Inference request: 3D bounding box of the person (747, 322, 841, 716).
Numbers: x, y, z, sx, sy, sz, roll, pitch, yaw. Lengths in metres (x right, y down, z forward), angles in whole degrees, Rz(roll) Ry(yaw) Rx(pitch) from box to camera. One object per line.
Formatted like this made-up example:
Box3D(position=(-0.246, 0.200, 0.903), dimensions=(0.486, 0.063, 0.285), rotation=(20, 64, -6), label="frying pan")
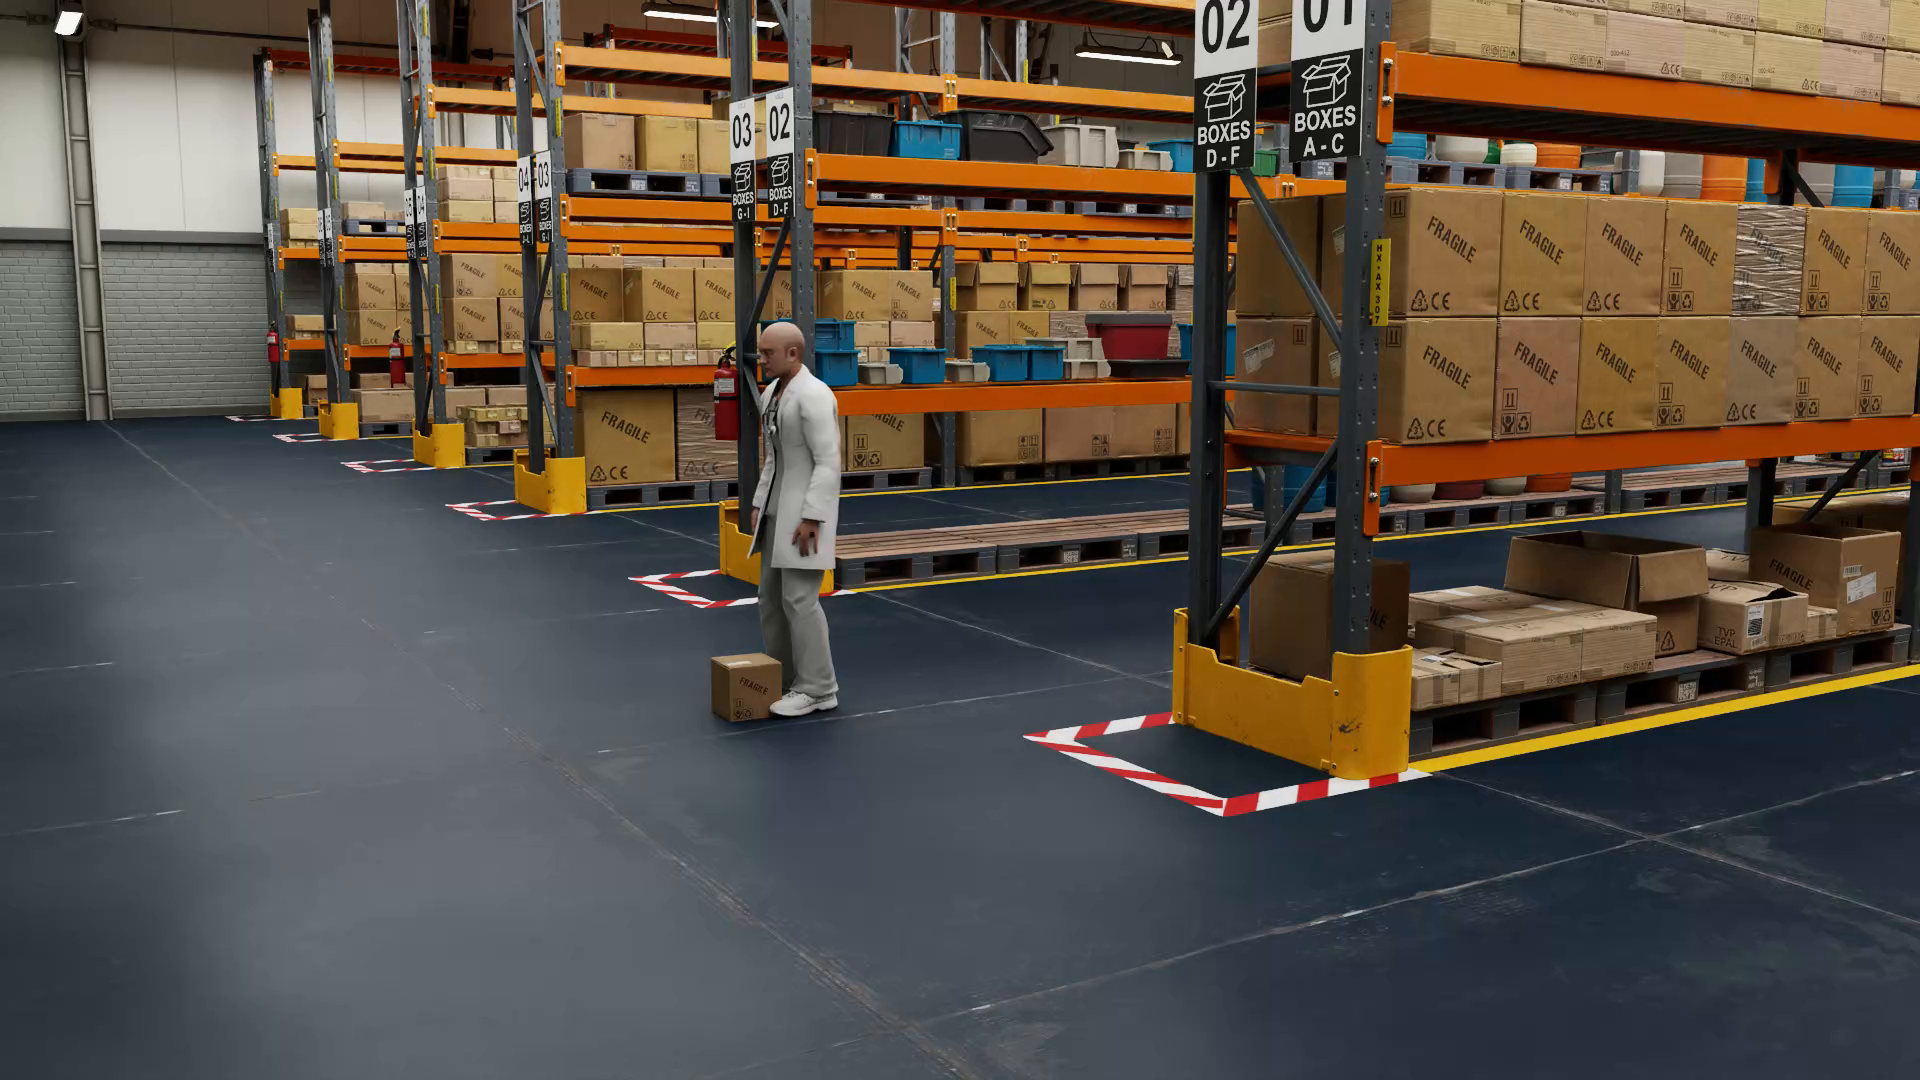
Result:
Box3D(position=(-0.767, -0.104, 7.614), dimensions=(0.424, 1.774, 0.644), rotation=(-5, 9, -30), label="person")
